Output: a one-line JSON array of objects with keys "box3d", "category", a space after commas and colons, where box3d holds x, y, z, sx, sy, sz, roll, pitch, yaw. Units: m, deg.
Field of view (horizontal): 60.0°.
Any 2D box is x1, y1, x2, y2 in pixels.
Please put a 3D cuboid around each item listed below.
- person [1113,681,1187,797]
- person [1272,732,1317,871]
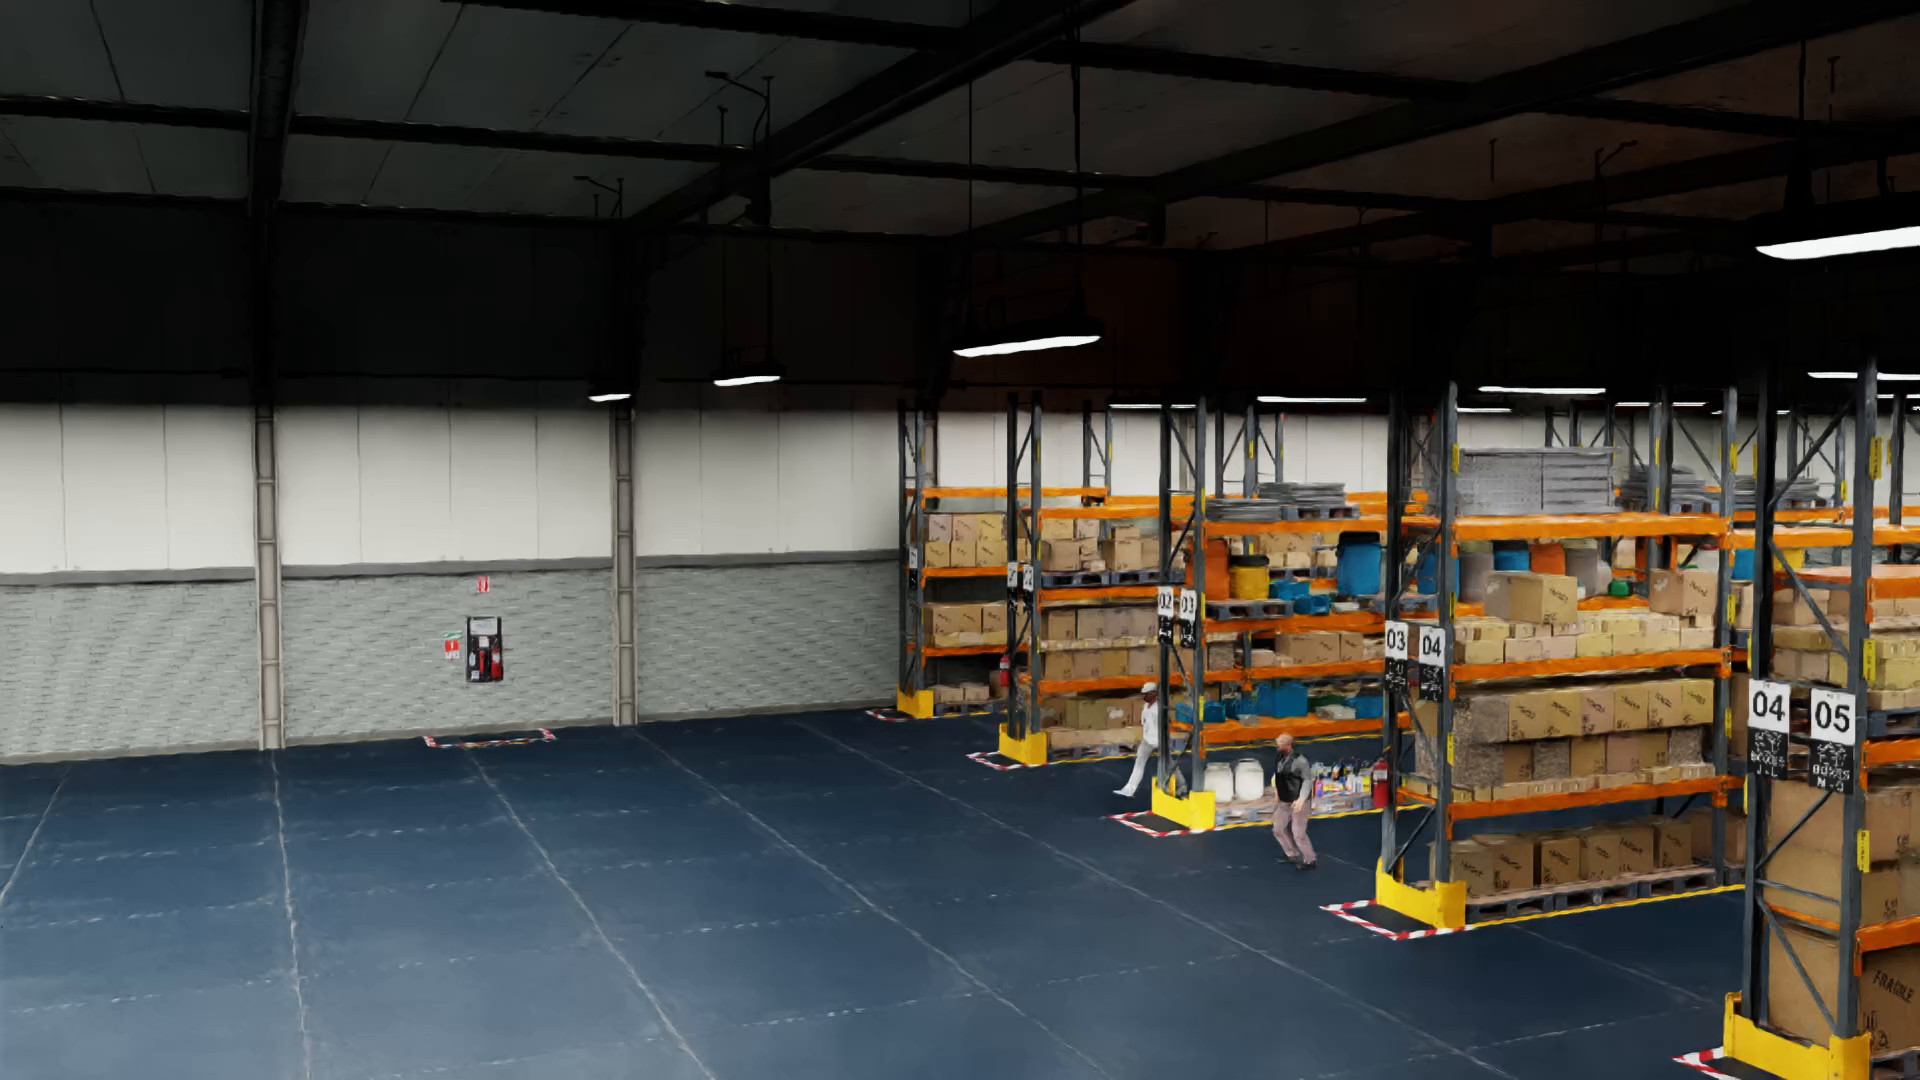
[{"box3d": [2.798, 2.891, 24.119, 1.116, 1.687, 0.577, -2, 4, -24], "category": "person"}, {"box3d": [4.043, 3.155, 20.155, 0.534, 1.671, 0.672, -2, 4, -26], "category": "person"}]
